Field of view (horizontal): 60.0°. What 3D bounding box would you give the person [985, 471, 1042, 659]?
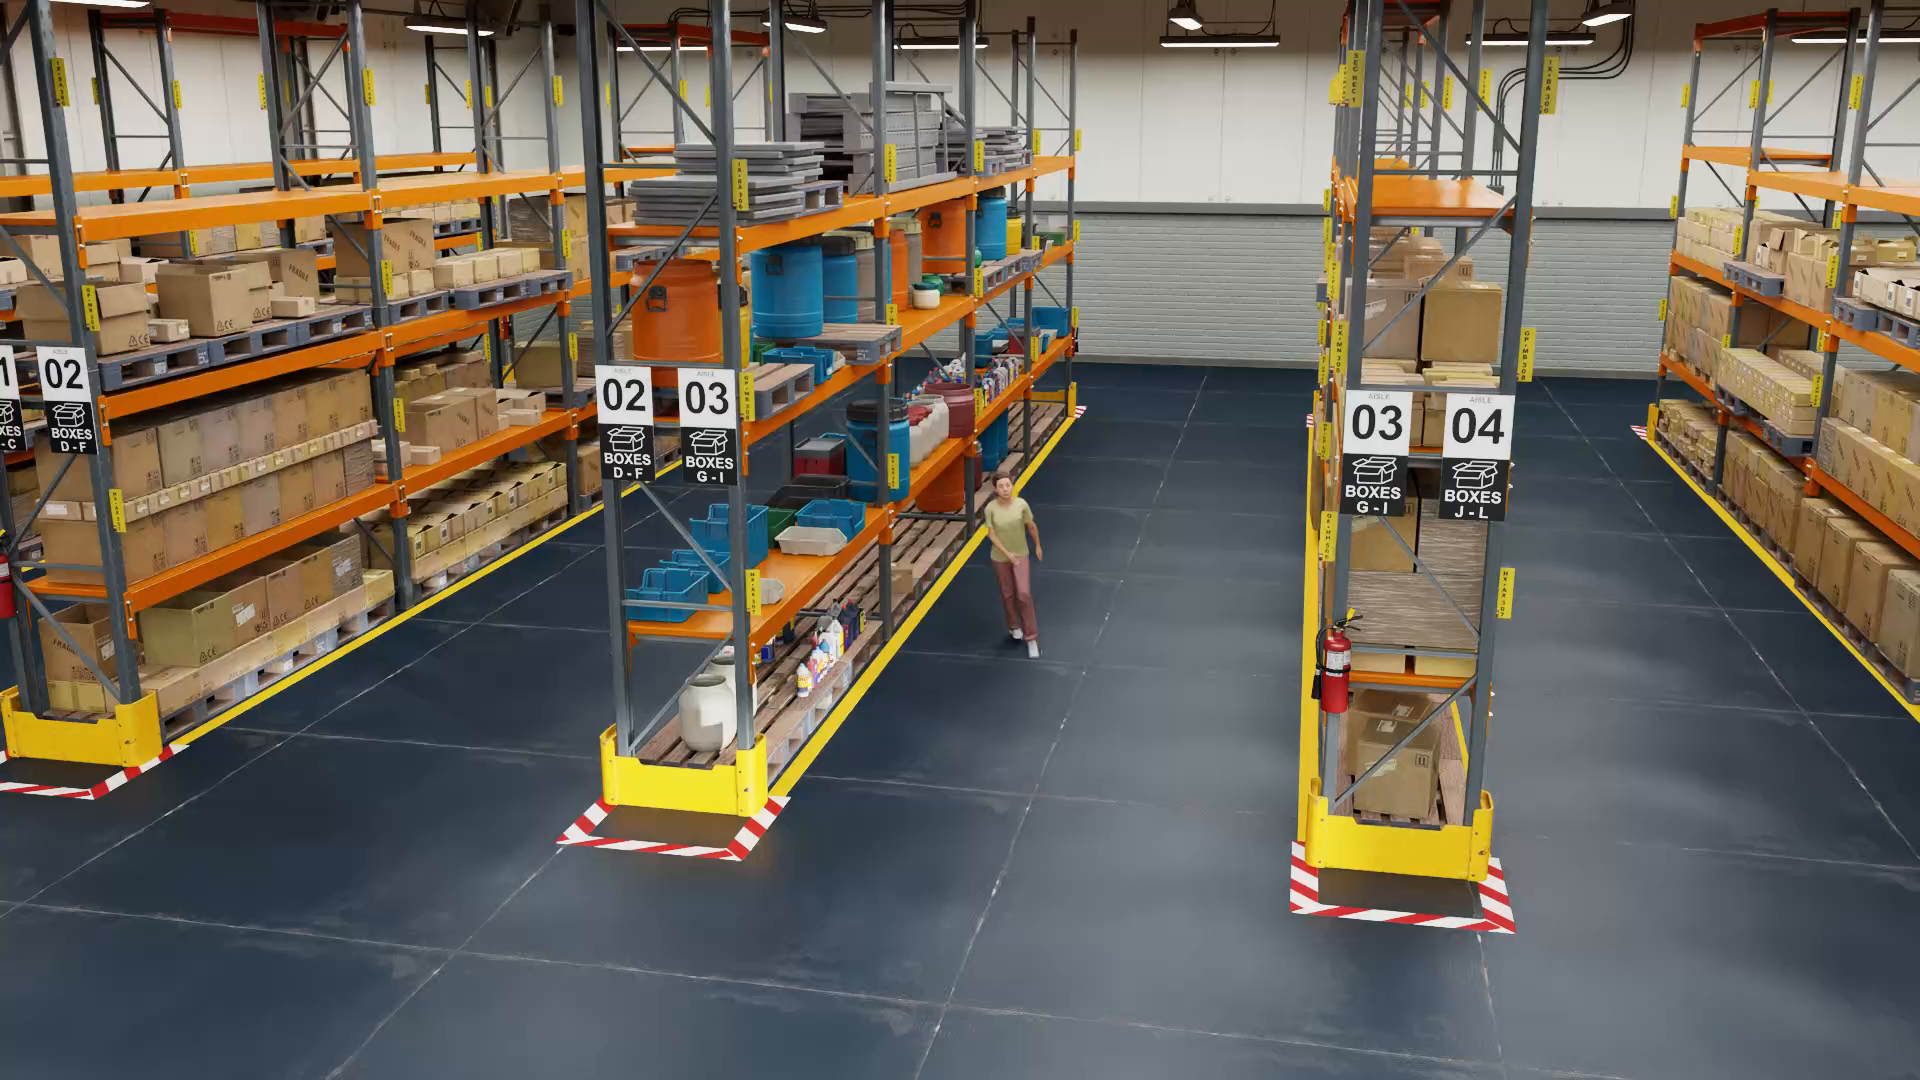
[{"bbox_3d":[0.501,0.196,15.312,0.552,1.682,0.716,-1,15,-2],"label":"person"}]
